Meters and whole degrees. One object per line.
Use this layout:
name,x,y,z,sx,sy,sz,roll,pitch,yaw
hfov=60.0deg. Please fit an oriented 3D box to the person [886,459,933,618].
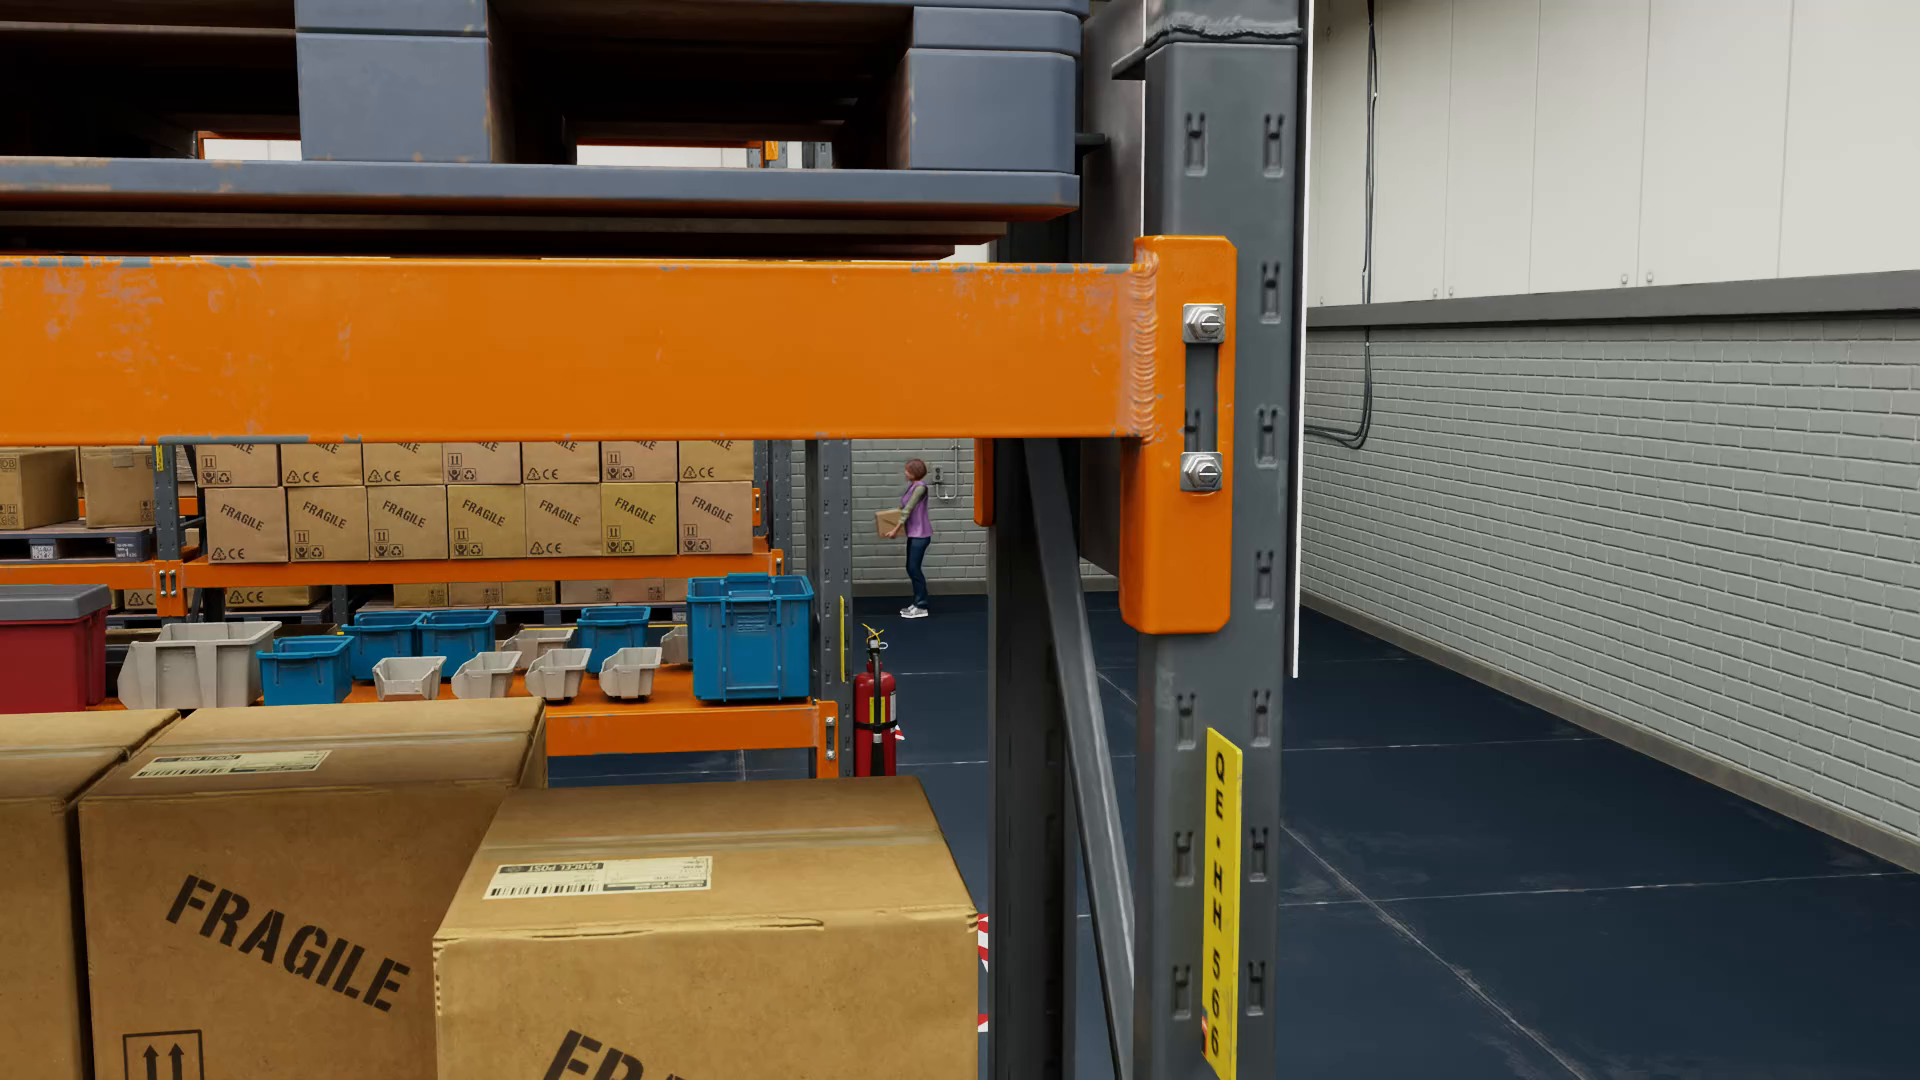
person,-0.520,-0.020,16.714,0.500,1.599,0.375,-1,7,-10
